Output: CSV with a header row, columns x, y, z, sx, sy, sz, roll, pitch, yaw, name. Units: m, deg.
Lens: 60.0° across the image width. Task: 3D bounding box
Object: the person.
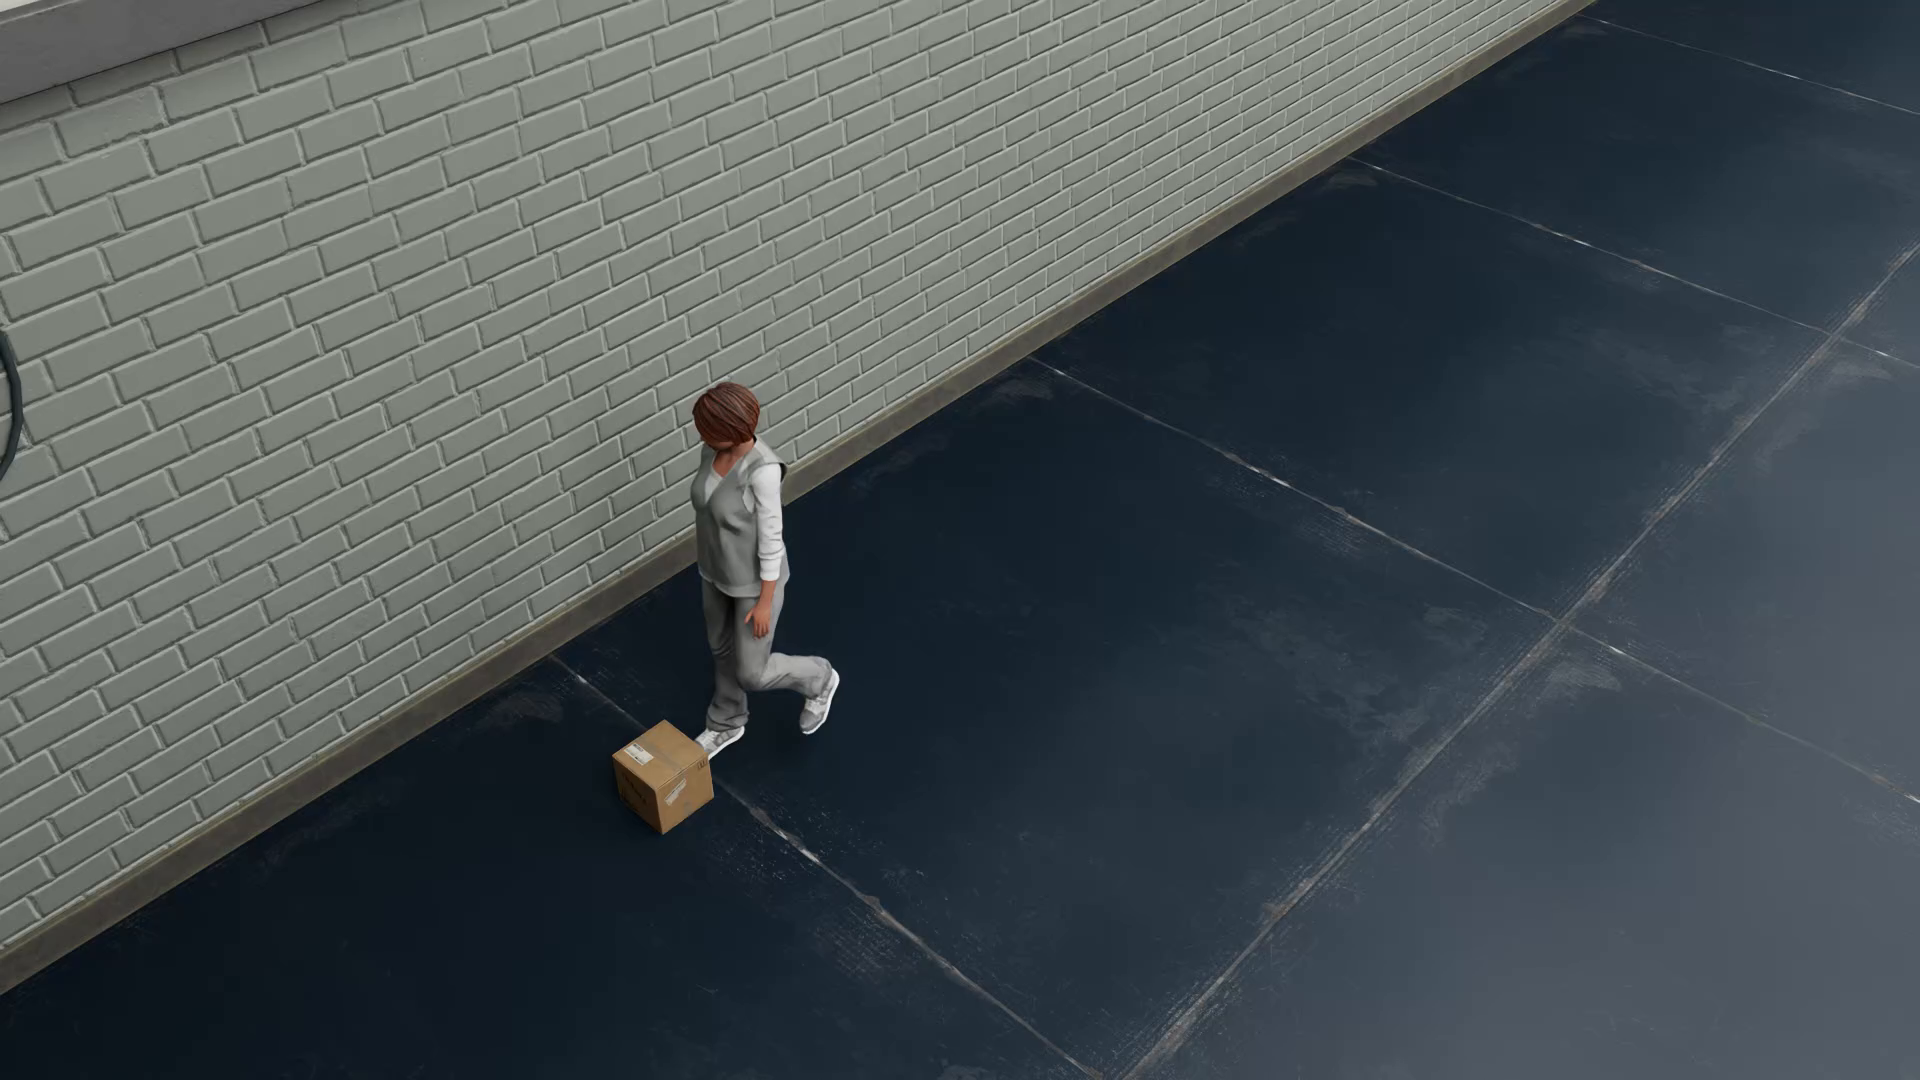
x,y,z,sx,sy,sz,roll,pitch,yaw,name
-0.791,0.150,5.978,0.599,1.608,0.467,-30,48,-31,person
